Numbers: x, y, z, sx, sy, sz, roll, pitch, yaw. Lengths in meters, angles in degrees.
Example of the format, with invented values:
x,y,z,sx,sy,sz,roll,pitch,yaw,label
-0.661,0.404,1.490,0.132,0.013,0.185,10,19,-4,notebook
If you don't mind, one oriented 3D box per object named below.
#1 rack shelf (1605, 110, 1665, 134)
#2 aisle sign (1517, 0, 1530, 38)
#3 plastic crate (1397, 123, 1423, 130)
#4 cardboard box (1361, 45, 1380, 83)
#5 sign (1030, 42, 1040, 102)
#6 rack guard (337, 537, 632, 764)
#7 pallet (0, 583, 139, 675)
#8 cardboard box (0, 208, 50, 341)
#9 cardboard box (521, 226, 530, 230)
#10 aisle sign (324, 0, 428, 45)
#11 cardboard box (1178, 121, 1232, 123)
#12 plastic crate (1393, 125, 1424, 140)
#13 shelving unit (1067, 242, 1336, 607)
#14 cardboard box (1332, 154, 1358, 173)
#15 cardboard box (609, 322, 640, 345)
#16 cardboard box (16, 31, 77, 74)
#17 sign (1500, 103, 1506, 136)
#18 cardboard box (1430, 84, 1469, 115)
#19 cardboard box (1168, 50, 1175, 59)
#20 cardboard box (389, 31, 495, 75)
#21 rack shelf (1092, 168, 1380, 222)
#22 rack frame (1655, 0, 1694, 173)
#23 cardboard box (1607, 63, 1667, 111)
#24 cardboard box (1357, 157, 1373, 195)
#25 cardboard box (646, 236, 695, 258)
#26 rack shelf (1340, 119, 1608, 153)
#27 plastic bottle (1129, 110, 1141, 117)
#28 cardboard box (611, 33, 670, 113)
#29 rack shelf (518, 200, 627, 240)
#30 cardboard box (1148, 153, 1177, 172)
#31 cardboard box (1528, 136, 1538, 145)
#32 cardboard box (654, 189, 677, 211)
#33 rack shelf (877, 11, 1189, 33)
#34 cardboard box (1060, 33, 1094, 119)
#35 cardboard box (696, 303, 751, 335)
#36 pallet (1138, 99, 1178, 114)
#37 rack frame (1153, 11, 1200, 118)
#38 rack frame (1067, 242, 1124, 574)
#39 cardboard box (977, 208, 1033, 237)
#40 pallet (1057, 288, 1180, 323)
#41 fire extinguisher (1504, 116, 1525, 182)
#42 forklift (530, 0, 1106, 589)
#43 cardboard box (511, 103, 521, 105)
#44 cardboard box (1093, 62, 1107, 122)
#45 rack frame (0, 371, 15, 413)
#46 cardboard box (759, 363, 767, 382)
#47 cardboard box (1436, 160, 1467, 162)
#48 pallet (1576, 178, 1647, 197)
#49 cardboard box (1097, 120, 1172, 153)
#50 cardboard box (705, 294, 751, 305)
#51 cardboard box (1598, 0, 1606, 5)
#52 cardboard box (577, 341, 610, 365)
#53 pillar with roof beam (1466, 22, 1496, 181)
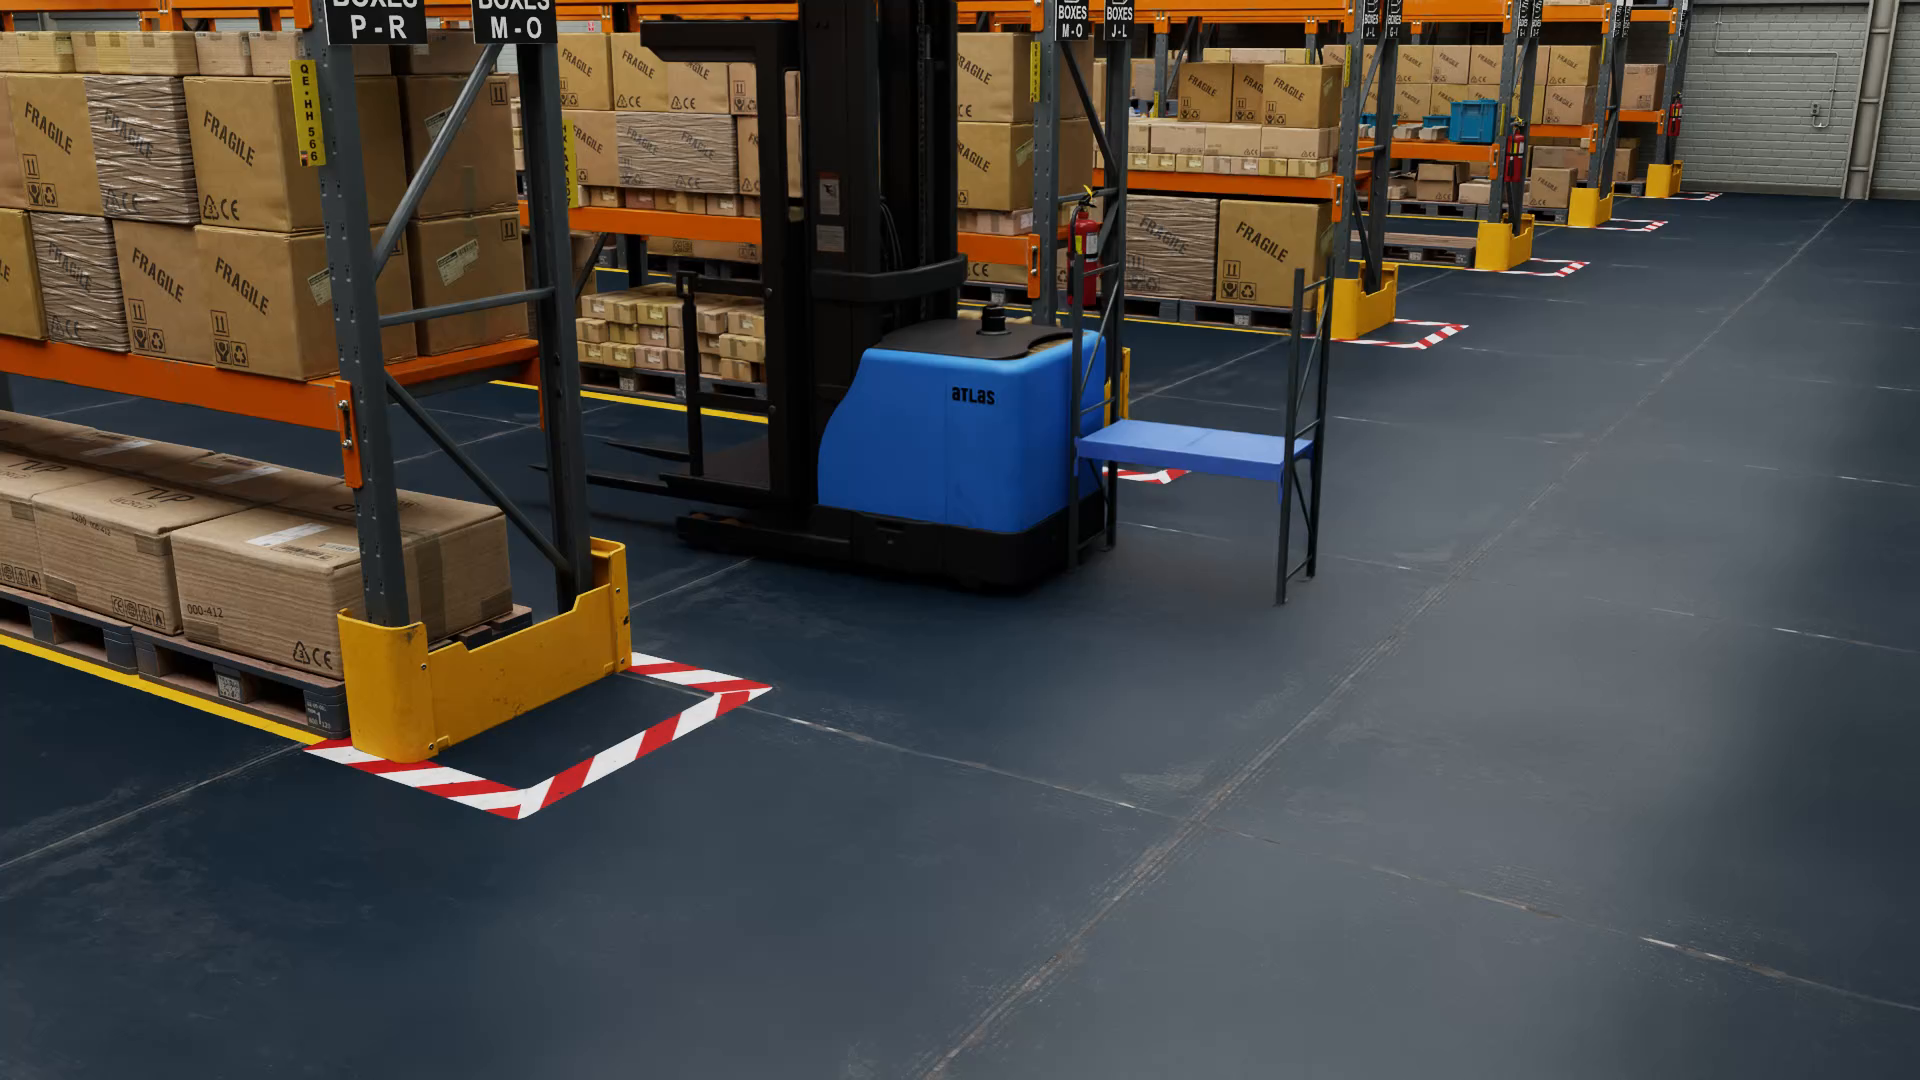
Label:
x,y,z,sx,sy,sz,roll,pitch,yaw,label
9.486,-6.915,27.223,4.000,0.370,1.077,10,20,30,rack shelf
5.914,-5.662,17.387,0.004,0.787,0.394,10,20,30,aisle sign
5.160,-4.696,19.029,0.298,0.136,0.250,10,20,30,plastic crate
5.887,-6.643,23.196,0.500,0.500,0.500,9,19,28,cardboard box
0.424,-2.633,9.351,0.005,0.325,0.100,10,20,30,sign
-1.752,0.379,6.273,0.348,0.500,1.175,10,20,30,rack guard
-3.530,0.226,7.275,1.213,0.211,1.003,10,20,30,pallet
-3.632,-1.107,6.694,0.500,0.500,0.500,11,20,32,cardboard box
-4.951,-3.769,19.171,0.500,0.500,0.700,12,21,35,cardboard box
-1.874,-1.977,5.255,0.004,0.787,0.394,10,20,30,aisle sign
2.273,-3.640,14.950,0.500,0.250,0.500,9,19,28,cardboard box
4.977,-4.531,18.487,0.243,0.136,0.396,10,20,30,plastic crate
1.089,-0.554,7.625,1.048,1.500,0.538,9,19,27,shelving unit
3.284,-3.290,14.485,0.250,0.149,0.380,10,20,31,cardboard box
-2.273,-1.499,11.825,0.250,0.149,0.380,10,20,30,cardboard box
-3.299,-1.843,6.278,0.250,0.149,0.380,11,20,31,cardboard box
5.732,-4.441,17.559,0.005,0.325,0.100,10,20,30,sign
6.782,-6.008,22.828,0.500,0.500,0.500,10,19,29,cardboard box
3.782,-8.831,30.248,0.250,0.149,0.380,7,18,21,cardboard box
-1.930,-1.780,6.071,0.250,0.149,0.380,11,20,31,cardboard box
1.709,-3.235,15.107,4.000,0.370,1.077,10,20,30,rack shelf
11.190,-6.955,26.117,0.127,3.000,1.000,10,20,30,rack frame
10.751,-7.174,26.321,0.700,0.700,0.980,11,20,33,cardboard box
5.827,-5.334,24.325,0.500,0.500,0.500,10,20,30,cardboard box
-2.826,-3.566,17.893,0.875,0.875,1.225,9,19,28,cardboard box
6.897,-5.688,23.183,4.000,0.370,1.077,10,20,30,rack shelf
2.092,-5.030,19.994,0.135,0.276,0.152,10,20,30,plastic bottle
-1.970,-3.135,11.136,0.500,0.500,0.500,9,19,28,cardboard box
-4.381,-2.630,13.117,4.000,0.370,1.077,10,20,30,rack shelf
1.845,-3.322,14.587,0.250,0.149,0.380,10,20,30,cardboard box
9.456,-6.614,27.455,0.250,0.149,0.380,10,19,29,cardboard box
-1.865,-2.335,11.338,0.250,0.149,0.380,9,19,28,cardboard box
0.893,-6.505,20.713,4.000,0.370,1.077,10,20,30,rack shelf
0.488,-2.864,10.246,0.500,0.500,0.500,10,20,30,cardboard box
-1.638,-1.512,11.358,0.250,0.149,0.380,11,20,31,cardboard box
3.444,-6.558,25.140,1.213,0.211,1.003,10,20,30,pallet
2.597,-5.110,20.043,0.127,3.000,1.000,10,20,30,rack frame
0.642,-0.625,7.857,0.032,1.500,0.500,9,19,27,rack frame
0.306,-1.921,9.977,0.250,0.149,0.380,10,20,30,cardboard box
1.656,-2.229,15.355,1.213,0.211,1.003,10,20,30,pallet
5.896,-4.151,17.659,0.183,0.674,0.296,10,20,30,fire extinguisher
-0.826,-1.465,8.161,3.031,2.935,1.130,9,19,27,forklift
-3.350,-3.089,12.076,0.250,0.149,0.380,9,19,28,cardboard box
1.141,-4.022,14.916,0.500,0.500,0.500,9,19,28,cardboard box
-5.181,-1.429,7.924,0.127,3.000,1.000,10,20,30,rack frame
-1.144,-1.164,11.234,0.250,0.149,0.380,11,20,32,cardboard box
8.366,-6.429,27.964,0.500,0.500,0.700,10,20,31,cardboard box
10.468,-5.723,26.859,1.213,0.211,1.003,10,20,30,pallet
1.550,-3.586,14.773,0.500,0.250,0.500,10,20,30,cardboard box
-1.603,-1.678,11.904,0.250,0.149,0.380,11,20,32,cardboard box
8.296,-7.232,22.127,0.500,0.250,0.500,10,20,30,cardboard box
-2.535,-1.372,11.920,0.250,0.149,0.380,9,19,28,cardboard box
6.578,-9.476,24.093,0.400,9.000,9.100,10,20,30,pillar with roof beam
